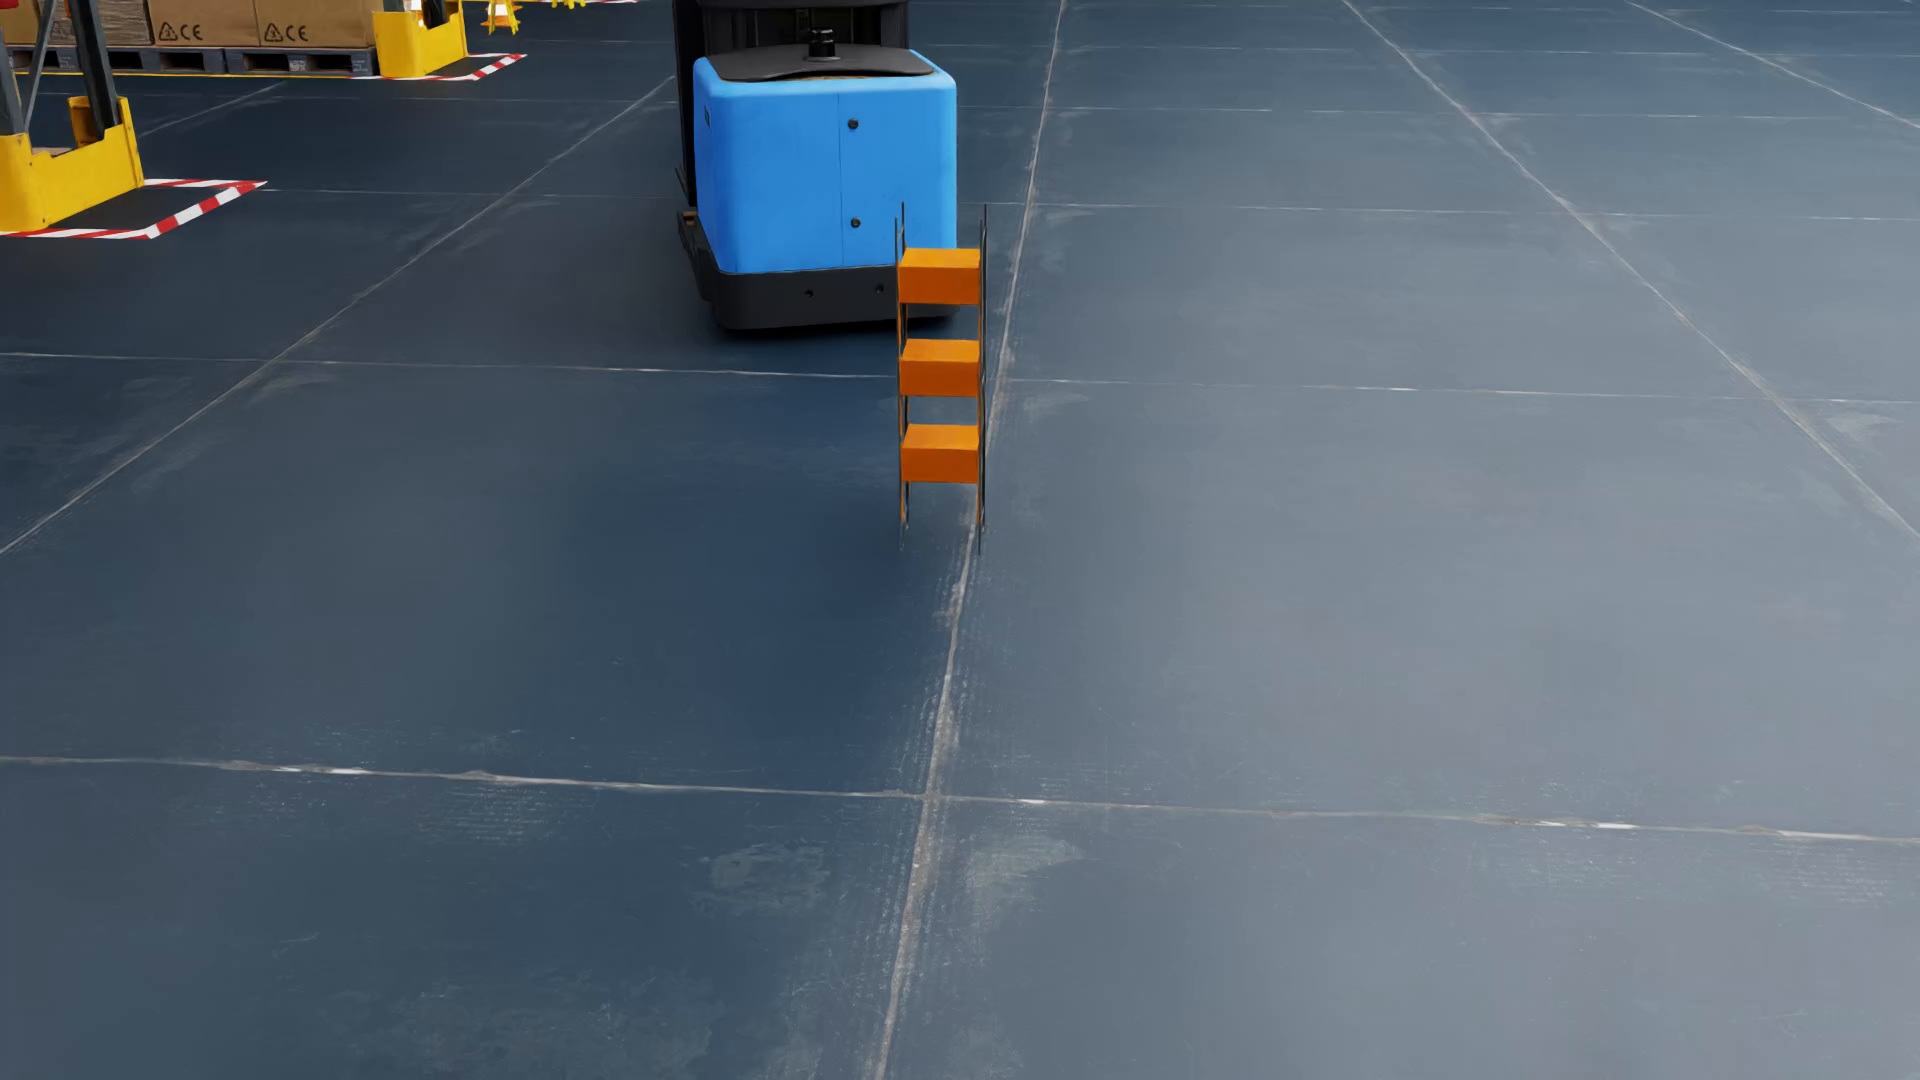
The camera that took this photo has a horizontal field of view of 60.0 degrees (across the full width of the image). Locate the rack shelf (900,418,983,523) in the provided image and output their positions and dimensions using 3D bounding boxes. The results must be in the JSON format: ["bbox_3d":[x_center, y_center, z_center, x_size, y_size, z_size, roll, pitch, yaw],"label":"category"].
[{"bbox_3d":[-0.053,-0.217,5.155,0.240,0.259,0.215,2,25,4],"label":"rack shelf"}]

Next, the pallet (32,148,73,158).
[{"bbox_3d":[-5.821,-2.010,9.366,1.213,0.211,1.003,2,25,4],"label":"pallet"}]

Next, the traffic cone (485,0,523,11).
[{"bbox_3d":[-4.707,-5.688,17.058,0.334,0.463,0.336,2,25,4],"label":"traffic cone"}]

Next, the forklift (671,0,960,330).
[{"bbox_3d":[-0.838,-2.808,7.846,1.130,2.935,3.031,-6,25,-12],"label":"forklift"}]

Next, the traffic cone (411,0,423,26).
[{"bbox_3d":[-4.878,-4.754,15.029,0.334,0.463,0.336,2,25,4],"label":"traffic cone"}]

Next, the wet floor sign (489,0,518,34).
[{"bbox_3d":[-4.277,-5.053,15.459,0.232,0.644,0.267,-2,25,-5],"label":"wet floor sign"}]

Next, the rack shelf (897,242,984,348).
[{"bbox_3d":[-0.053,-0.727,4.920,0.240,0.259,0.215,2,25,4],"label":"rack shelf"}]

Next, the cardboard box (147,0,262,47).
[{"bbox_3d":[-6.016,-4.545,13.578,0.875,0.875,0.875,1,25,3],"label":"cardboard box"}]

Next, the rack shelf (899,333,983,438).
[{"bbox_3d":[-0.053,-0.469,5.039,0.240,0.259,0.215,2,25,4],"label":"rack shelf"}]

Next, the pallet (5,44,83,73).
[{"bbox_3d":[-7.693,-4.102,13.913,1.213,0.211,1.003,2,25,4],"label":"pallet"}]

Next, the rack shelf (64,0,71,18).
[{"bbox_3d":[-6.932,-2.971,8.979,4.000,0.370,1.077,2,25,4],"label":"rack shelf"}]

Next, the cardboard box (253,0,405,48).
[{"bbox_3d":[-5.138,-4.518,13.519,0.875,0.875,0.875,2,25,4],"label":"cardboard box"}]

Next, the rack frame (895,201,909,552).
[{"bbox_3d":[-0.175,-0.483,5.043,0.008,1.050,0.200,2,25,4],"label":"rack frame"}]

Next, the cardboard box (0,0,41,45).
[{"bbox_3d":[-7.824,-4.602,13.703,0.875,0.875,0.875,2,25,5],"label":"cardboard box"}]

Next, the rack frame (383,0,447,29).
[{"bbox_3d":[-4.457,-5.298,13.175,0.127,3.000,1.000,2,25,4],"label":"rack frame"}]

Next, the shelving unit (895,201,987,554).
[{"bbox_3d":[-0.053,-0.479,5.034,0.252,1.050,0.215,2,25,4],"label":"shelving unit"}]

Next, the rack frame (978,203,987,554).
[{"bbox_3d":[0.068,-0.475,5.026,0.008,1.050,0.200,2,25,4],"label":"rack frame"}]

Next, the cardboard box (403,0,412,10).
[{"bbox_3d":[-5.640,-5.269,16.523,0.250,0.149,0.380,16,29,31],"label":"cardboard box"}]

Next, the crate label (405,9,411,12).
[{"bbox_3d":[-5.241,-5.066,16.095,0.298,0.136,0.250,-11,27,-23],"label":"crate label"}]

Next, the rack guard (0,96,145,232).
[{"bbox_3d":[-5.013,-2.101,9.218,0.348,0.500,1.175,2,25,4],"label":"rack guard"}]

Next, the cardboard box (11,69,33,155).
[{"bbox_3d":[-5.559,-2.316,9.183,0.500,0.500,0.500,6,25,14],"label":"cardboard box"}]

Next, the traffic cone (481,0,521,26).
[{"bbox_3d":[-4.453,-5.214,16.029,0.334,0.463,0.336,2,25,4],"label":"traffic cone"}]

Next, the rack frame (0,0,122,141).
[{"bbox_3d":[-4.938,-3.234,8.690,0.127,3.000,1.000,2,25,4],"label":"rack frame"}]

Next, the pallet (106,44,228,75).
[{"bbox_3d":[-6.474,-4.064,13.830,1.213,0.211,1.003,2,25,4],"label":"pallet"}]

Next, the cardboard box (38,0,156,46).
[{"bbox_3d":[-6.925,-4.575,13.644,0.875,0.875,0.875,2,25,4],"label":"cardboard box"}]

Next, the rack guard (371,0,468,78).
[{"bbox_3d":[-4.433,-4.162,13.696,0.348,0.500,1.175,2,25,4],"label":"rack guard"}]

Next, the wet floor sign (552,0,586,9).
[{"bbox_3d":[-4.072,-5.843,17.176,0.232,0.644,0.267,11,27,22],"label":"wet floor sign"}]

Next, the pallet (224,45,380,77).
[{"bbox_3d":[-5.260,-4.024,13.743,1.213,0.211,1.003,2,25,4],"label":"pallet"}]

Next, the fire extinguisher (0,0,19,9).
[{"bbox_3d":[-4.859,-3.003,8.281,0.183,0.674,0.296,2,25,4],"label":"fire extinguisher"}]
